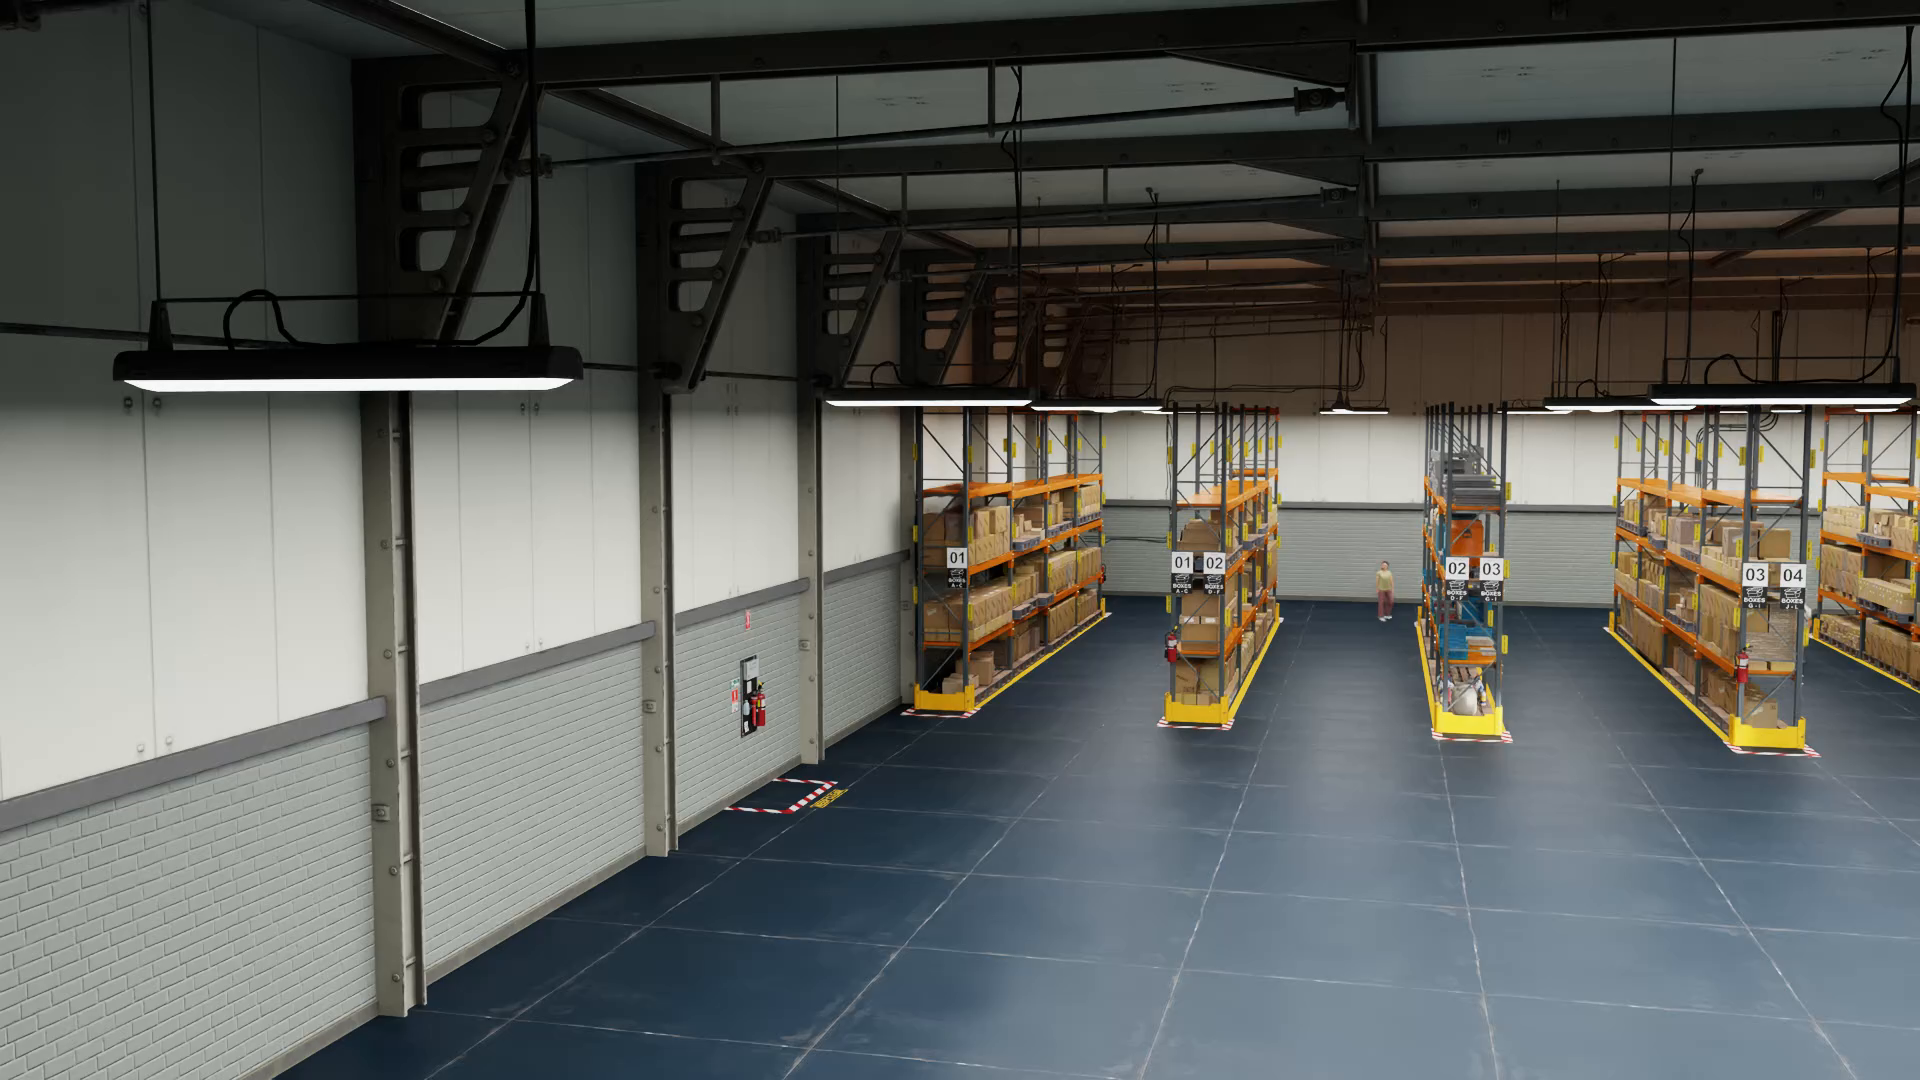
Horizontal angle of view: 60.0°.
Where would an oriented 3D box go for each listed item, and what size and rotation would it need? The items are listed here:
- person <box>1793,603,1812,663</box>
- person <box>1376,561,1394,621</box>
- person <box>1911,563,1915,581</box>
[{"bbox_3d":[19.311,2.084,38.218,0.460,1.615,0.951,1,4,19],"label":"person"},{"bbox_3d":[11.974,1.430,46.854,0.478,1.681,0.395,-1,4,-9],"label":"person"},{"bbox_3d":[25.966,1.498,45.398,0.988,1.744,0.628,-1,4,-16],"label":"person"}]
